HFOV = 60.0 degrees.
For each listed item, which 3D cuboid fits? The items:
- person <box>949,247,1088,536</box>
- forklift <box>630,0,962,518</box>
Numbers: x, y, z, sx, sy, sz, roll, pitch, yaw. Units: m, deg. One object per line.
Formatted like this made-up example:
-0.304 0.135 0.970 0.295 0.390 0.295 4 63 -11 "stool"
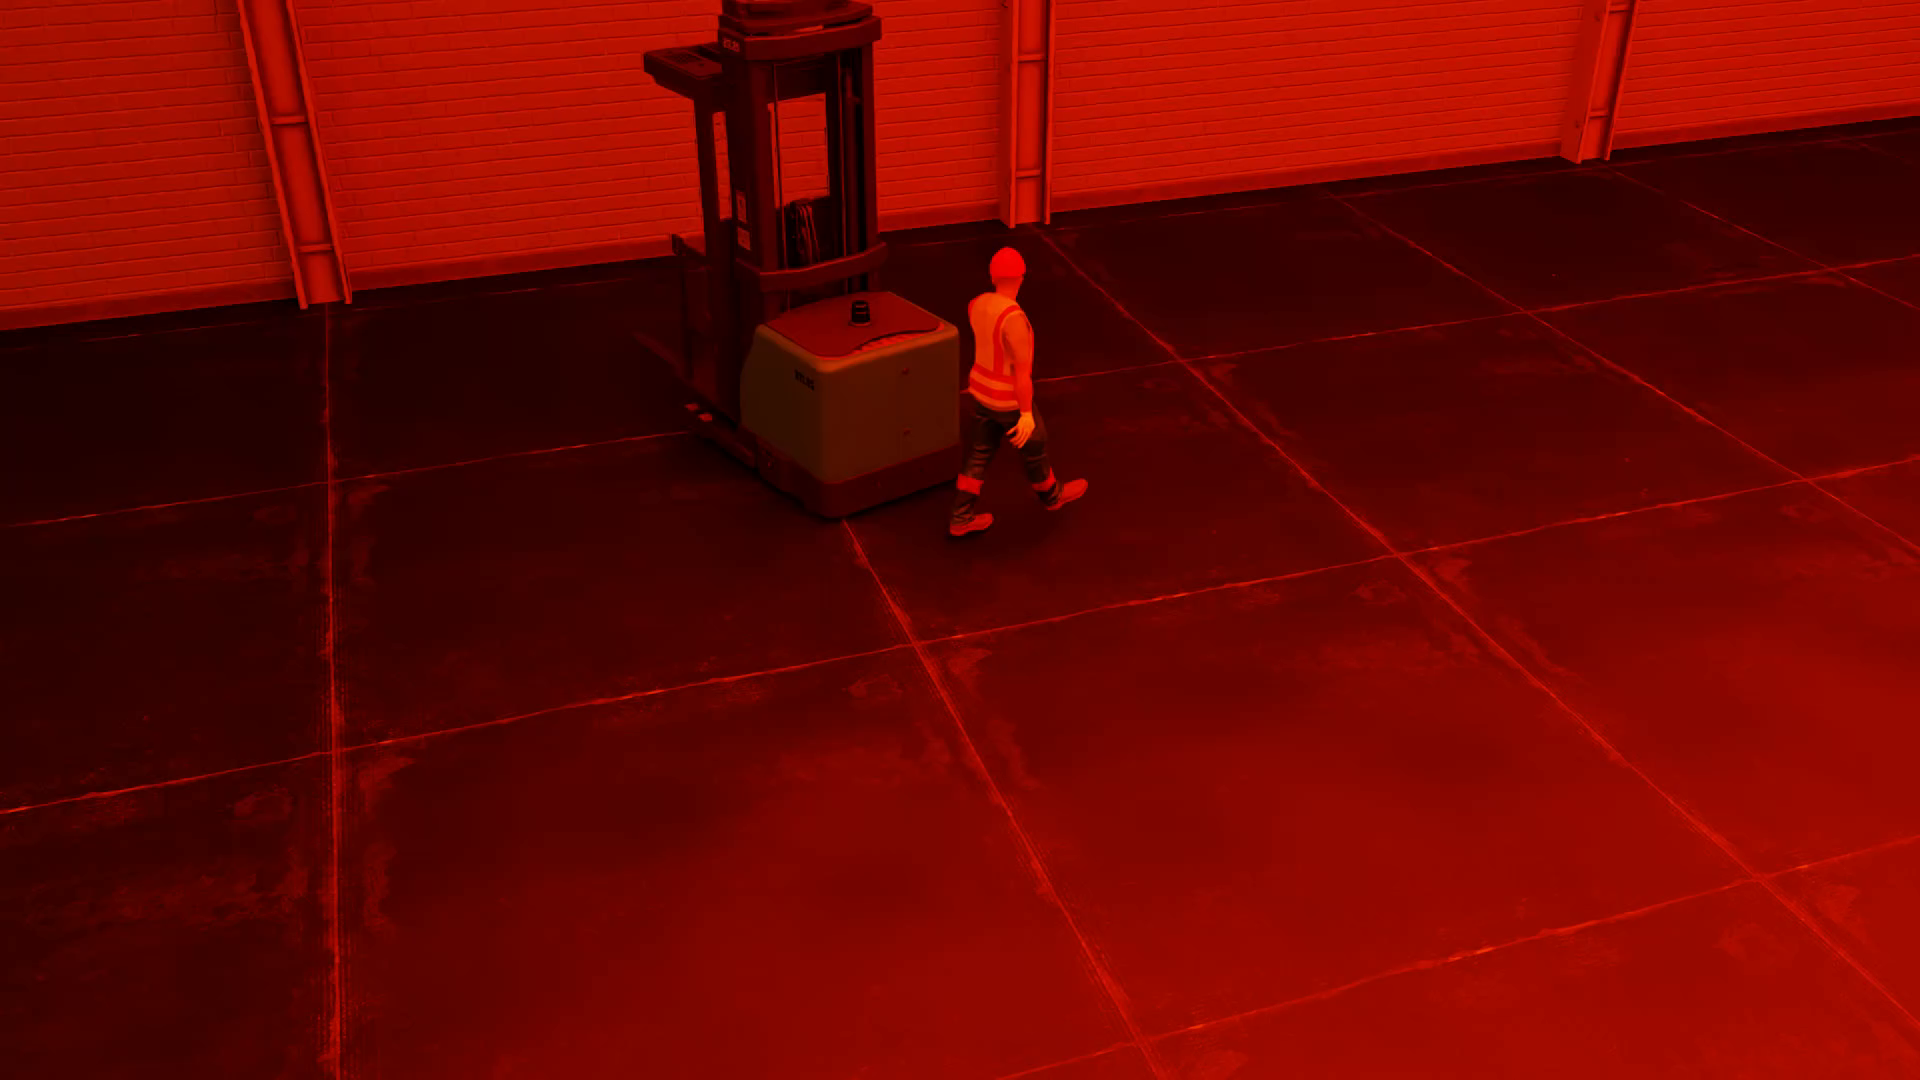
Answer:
0.360 -0.876 9.728 0.898 1.737 0.743 -20 35 -30 "person"
-1.264 -2.086 10.712 1.130 2.935 3.031 -20 36 -31 "forklift"
